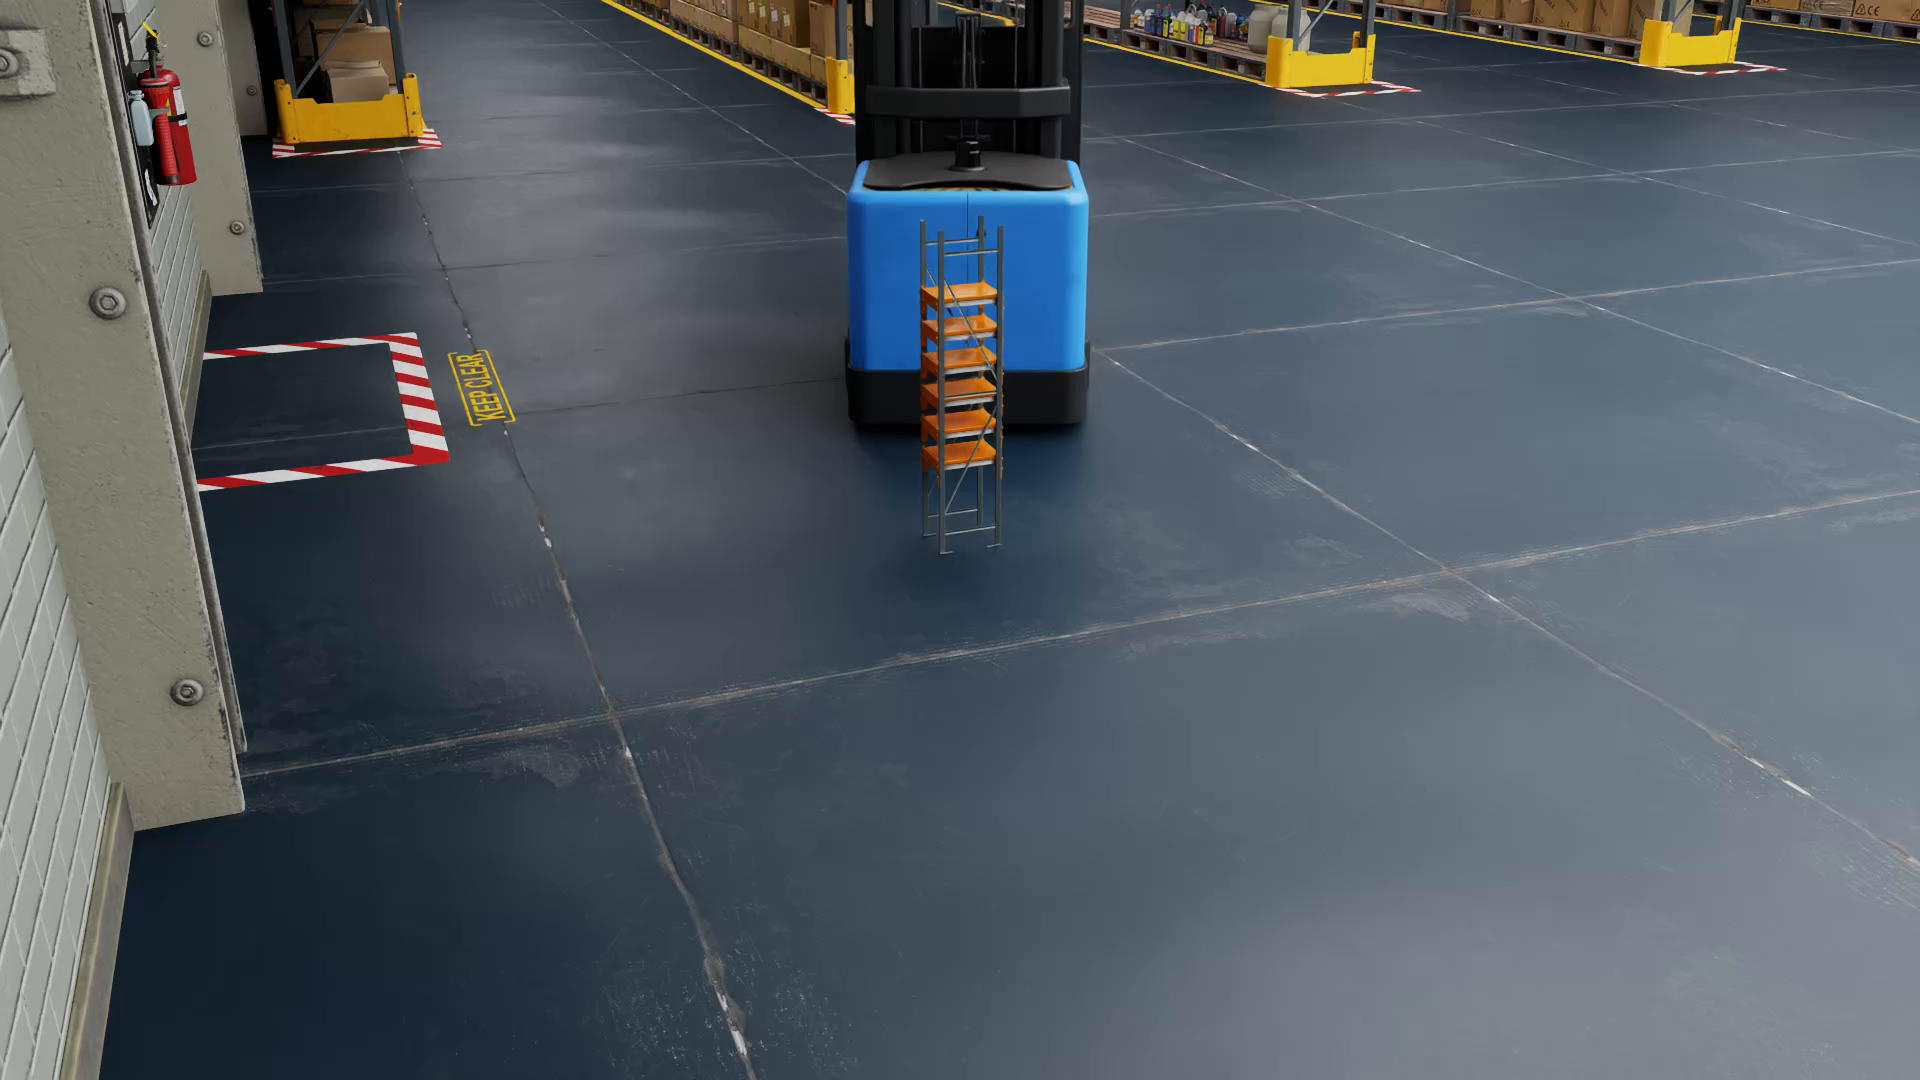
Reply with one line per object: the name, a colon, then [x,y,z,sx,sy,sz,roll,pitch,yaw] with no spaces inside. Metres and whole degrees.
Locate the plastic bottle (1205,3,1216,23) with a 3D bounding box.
plastic bottle: [3.084,-6.452,20.541,0.144,0.351,0.185,-10,25,-22]

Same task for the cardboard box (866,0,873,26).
cardboard box: [-0.863,-5.282,16.953,0.500,0.500,0.500,-8,24,-19]

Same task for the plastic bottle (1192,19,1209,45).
plastic bottle: [2.810,-5.931,19.401,0.152,0.276,0.135,-8,24,-19]

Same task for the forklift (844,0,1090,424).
forklift: [0.040,-2.379,8.120,1.130,2.935,3.031,0,23,0]

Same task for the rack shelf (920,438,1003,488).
rack shelf: [0.005,-0.286,6.115,0.258,0.103,0.180,-8,24,-19]

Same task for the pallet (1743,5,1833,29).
pallet: [12.024,-7.486,23.739,1.003,0.211,1.213,-8,24,-19]

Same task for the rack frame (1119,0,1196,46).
rack frame: [2.519,-7.735,20.739,1.000,3.000,0.127,-8,24,-19]

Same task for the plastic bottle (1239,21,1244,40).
plastic bottle: [3.392,-6.093,19.880,0.097,0.201,0.097,0,23,0]

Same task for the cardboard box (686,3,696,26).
cardboard box: [-3.251,-6.835,21.604,0.500,0.250,0.500,-9,24,-20]

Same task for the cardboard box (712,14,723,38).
cardboard box: [-2.711,-6.278,20.282,0.500,0.250,0.500,-9,24,-20]

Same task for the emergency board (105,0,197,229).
emergency board: [-3.436,-1.974,7.072,0.194,1.169,0.643,-8,24,-19]

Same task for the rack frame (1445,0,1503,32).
rack frame: [7.153,-8.414,22.351,1.000,3.000,0.127,-8,24,-19]

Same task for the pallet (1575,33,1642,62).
pallet: [8.285,-6.003,20.222,1.003,0.211,1.213,-8,24,-19]

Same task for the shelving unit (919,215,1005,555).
shelving unit: [0.005,-0.548,6.004,0.258,1.200,0.189,-8,24,-19]

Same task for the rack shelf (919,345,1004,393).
rack shelf: [0.005,-0.617,5.975,0.258,0.103,0.180,-8,24,-19]

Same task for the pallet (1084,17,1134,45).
pallet: [2.205,-6.730,21.945,1.003,0.211,1.213,-8,24,-19]

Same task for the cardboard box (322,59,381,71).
cardboard box: [-5.698,-4.356,15.619,0.500,0.311,0.500,-6,24,-15]

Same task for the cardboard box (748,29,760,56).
cardboard box: [-2.064,-5.590,18.651,0.500,0.250,0.500,-8,24,-19]

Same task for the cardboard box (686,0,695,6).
cardboard box: [-3.248,-7.089,21.484,0.500,0.311,0.500,-9,24,-20]

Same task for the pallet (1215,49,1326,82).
pallet: [3.579,-5.313,18.584,1.003,0.211,1.213,-8,24,-19]

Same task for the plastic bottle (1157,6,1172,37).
plastic bottle: [2.483,-6.298,20.174,0.144,0.351,0.185,-9,25,-21]

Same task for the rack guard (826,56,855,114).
rack guard: [-0.695,-4.442,16.146,1.175,0.500,0.348,-8,24,-19]

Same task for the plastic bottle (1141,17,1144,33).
plastic bottle: [2.293,-6.398,20.604,0.097,0.201,0.097,0,23,0]

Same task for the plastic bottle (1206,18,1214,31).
plastic bottle: [2.909,-5.949,19.434,0.061,0.283,0.133,-8,24,-19]

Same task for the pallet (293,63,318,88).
pallet: [-6.479,-4.851,17.488,1.003,0.211,1.213,-8,24,-19]

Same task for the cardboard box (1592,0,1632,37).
cardboard box: [8.118,-6.444,20.355,0.500,0.500,0.500,-2,23,-5]

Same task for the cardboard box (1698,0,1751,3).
cardboard box: [11.525,-8.428,24.740,1.050,0.750,0.750,-8,24,-19]

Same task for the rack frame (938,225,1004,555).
rack frame: [0.037,-0.514,5.926,0.240,1.200,0.006,-8,24,-19]

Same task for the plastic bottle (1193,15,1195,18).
plastic bottle: [2.763,-6.138,19.892,0.152,0.276,0.135,-8,24,-19]

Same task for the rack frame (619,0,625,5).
rack frame: [-4.942,-9.963,26.026,1.000,3.000,0.127,-8,24,-19]

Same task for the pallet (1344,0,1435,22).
pallet: [6.441,-7.856,24.617,1.003,0.211,1.213,-8,24,-19]

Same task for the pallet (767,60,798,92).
pallet: [-1.440,-5.033,17.918,1.003,0.211,1.213,-8,24,-19]

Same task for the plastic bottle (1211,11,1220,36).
plastic bottle: [3.111,-6.281,20.220,0.061,0.283,0.133,-8,24,-19]

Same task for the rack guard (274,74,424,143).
rack guard: [-5.363,-3.798,14.616,1.175,0.500,0.348,-8,24,-19]

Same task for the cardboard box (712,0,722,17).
cardboard box: [-2.717,-6.537,20.175,0.500,0.311,0.500,-8,24,-18]

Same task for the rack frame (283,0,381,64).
rack frame: [-6.749,-6.375,17.514,1.000,3.000,0.127,-8,24,-19]

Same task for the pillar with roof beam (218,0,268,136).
pillar with roof beam: [-2.365,-8.413,14.623,9.100,9.000,0.400,-8,24,-19]

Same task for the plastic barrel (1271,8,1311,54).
plastic barrel: [3.628,-5.557,18.235,0.421,0.512,0.421,0,23,0]

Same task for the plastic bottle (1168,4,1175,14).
plastic bottle: [2.551,-6.386,20.384,0.144,0.351,0.185,-8,24,-19]

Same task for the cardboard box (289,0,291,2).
cardboard box: [-7.786,-6.422,20.276,0.700,0.500,0.500,-8,24,-19]

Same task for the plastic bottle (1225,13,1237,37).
plastic bottle: [3.252,-6.241,20.136,0.152,0.276,0.135,-8,24,-18]

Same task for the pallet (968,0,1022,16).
pallet: [0.788,-8.184,25.395,1.003,0.211,1.213,-8,24,-19]

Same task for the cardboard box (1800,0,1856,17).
cardboard box: [12.307,-7.707,22.869,0.875,0.875,0.875,-8,24,-19]

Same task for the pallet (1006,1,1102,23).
pallet: [1.343,-7.616,24.048,1.003,0.211,1.213,-8,24,-19]

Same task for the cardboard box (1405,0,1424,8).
cardboard box: [6.805,-7.867,23.705,0.700,0.500,0.500,-8,24,-19]

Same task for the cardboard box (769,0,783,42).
cardboard box: [-1.713,-5.572,17.642,0.500,0.500,0.500,-8,24,-19]

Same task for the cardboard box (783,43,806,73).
cardboard box: [-1.535,-5.045,17.357,0.500,0.250,0.500,-8,24,-19]

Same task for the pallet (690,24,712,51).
pallet: [-2.848,-6.478,21.347,1.003,0.211,1.213,-8,24,-19]

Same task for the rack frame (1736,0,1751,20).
rack frame: [11.829,-9.058,23.879,1.000,3.000,0.127,-8,24,-19]

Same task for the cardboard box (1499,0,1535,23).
cardboard box: [7.466,-7.098,21.906,0.500,0.500,0.500,-1,23,-2]

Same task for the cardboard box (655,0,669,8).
cardboard box: [-4.079,-7.868,23.708,0.500,0.500,0.500,-7,24,-17]

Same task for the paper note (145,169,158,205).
paper note: [-3.438,-1.495,7.068,0.016,0.148,0.142,-8,24,-19]

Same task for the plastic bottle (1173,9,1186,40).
plastic bottle: [2.633,-6.143,19.808,0.144,0.351,0.185,-9,24,-19]

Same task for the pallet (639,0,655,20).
pallet: [-4.185,-7.944,24.825,1.003,0.211,1.213,-8,24,-19]

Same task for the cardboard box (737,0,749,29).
cardboard box: [-2.245,-6.117,18.935,0.500,0.500,0.500,-8,24,-19]

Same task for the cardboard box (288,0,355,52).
cardboard box: [-7.254,-5.872,18.972,0.700,0.500,0.500,-9,24,-20]
